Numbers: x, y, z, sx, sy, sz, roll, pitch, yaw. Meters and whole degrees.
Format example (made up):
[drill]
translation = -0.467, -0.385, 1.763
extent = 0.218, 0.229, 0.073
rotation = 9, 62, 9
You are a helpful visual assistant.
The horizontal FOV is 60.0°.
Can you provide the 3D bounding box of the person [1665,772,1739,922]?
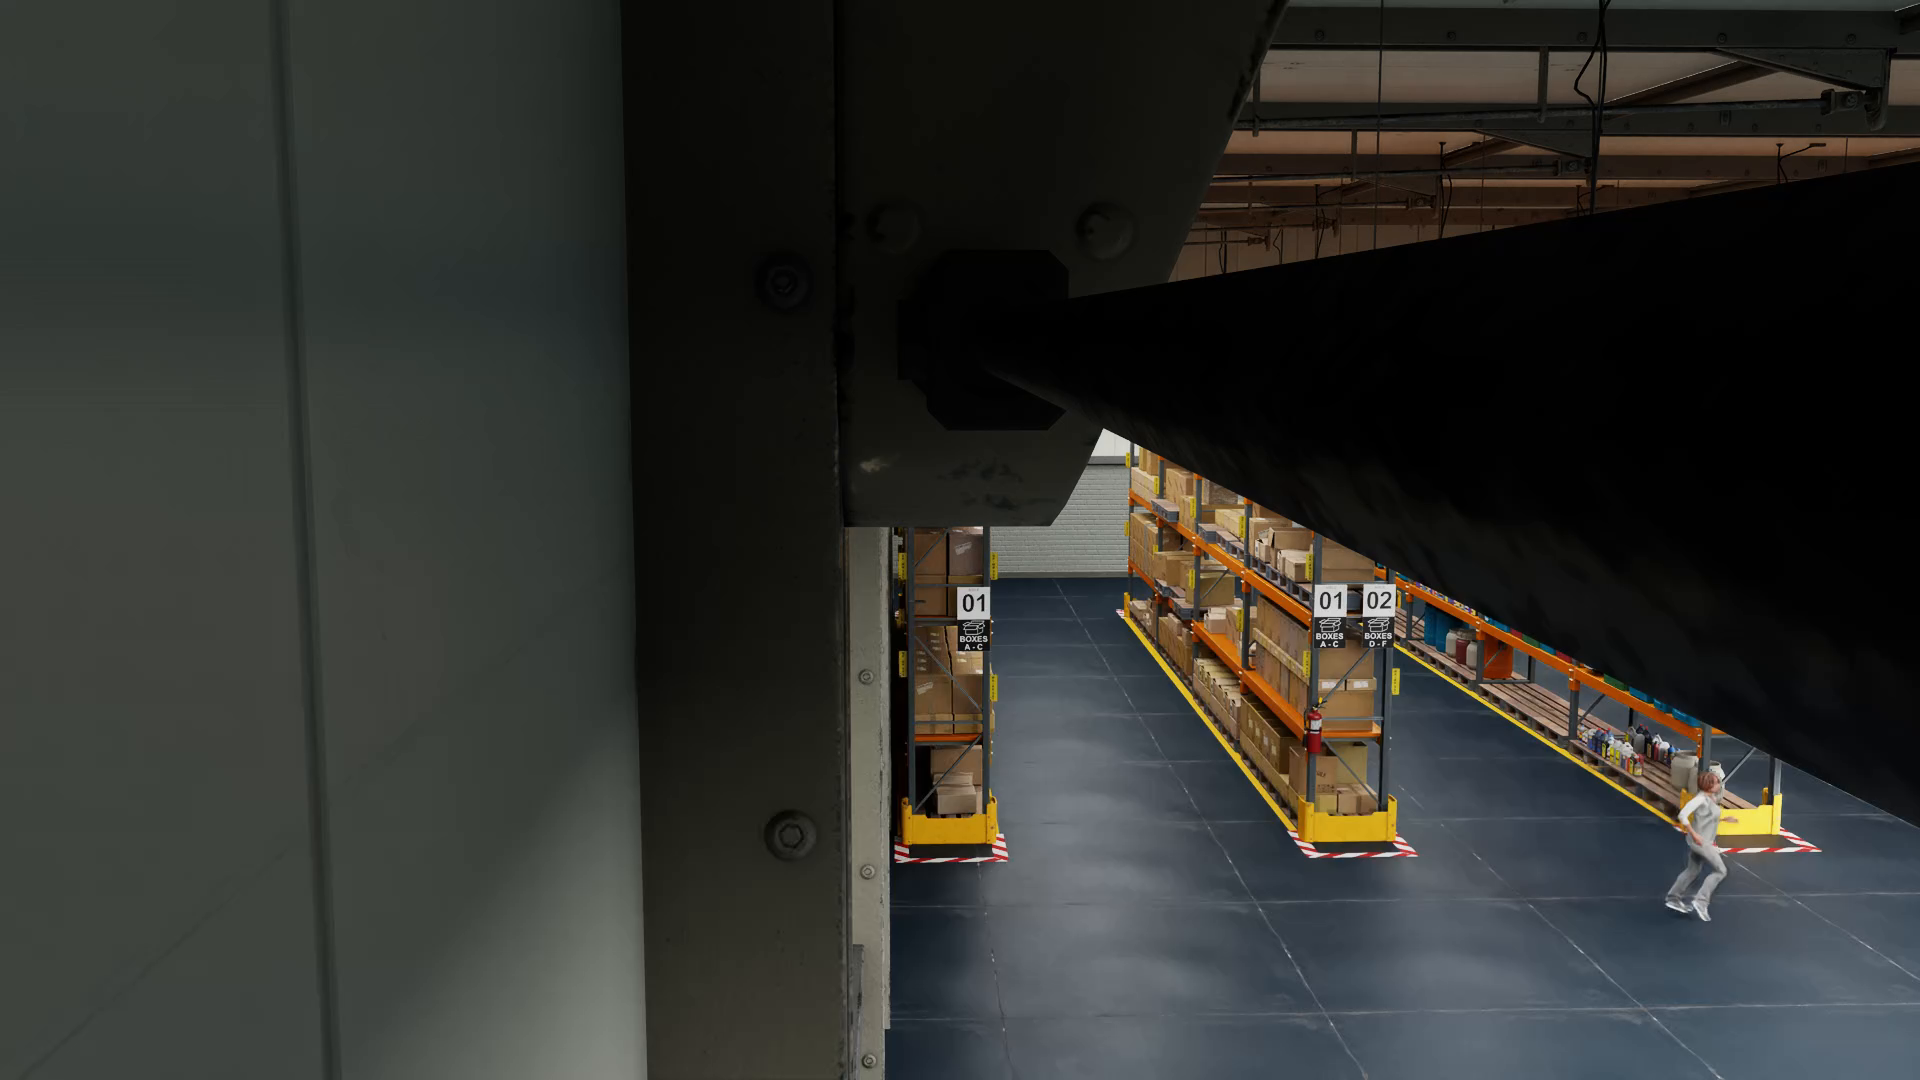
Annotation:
[person]
translation = 7.969, 3.276, 17.841
extent = 0.679, 1.620, 0.507
rotation = 4, 8, 26
